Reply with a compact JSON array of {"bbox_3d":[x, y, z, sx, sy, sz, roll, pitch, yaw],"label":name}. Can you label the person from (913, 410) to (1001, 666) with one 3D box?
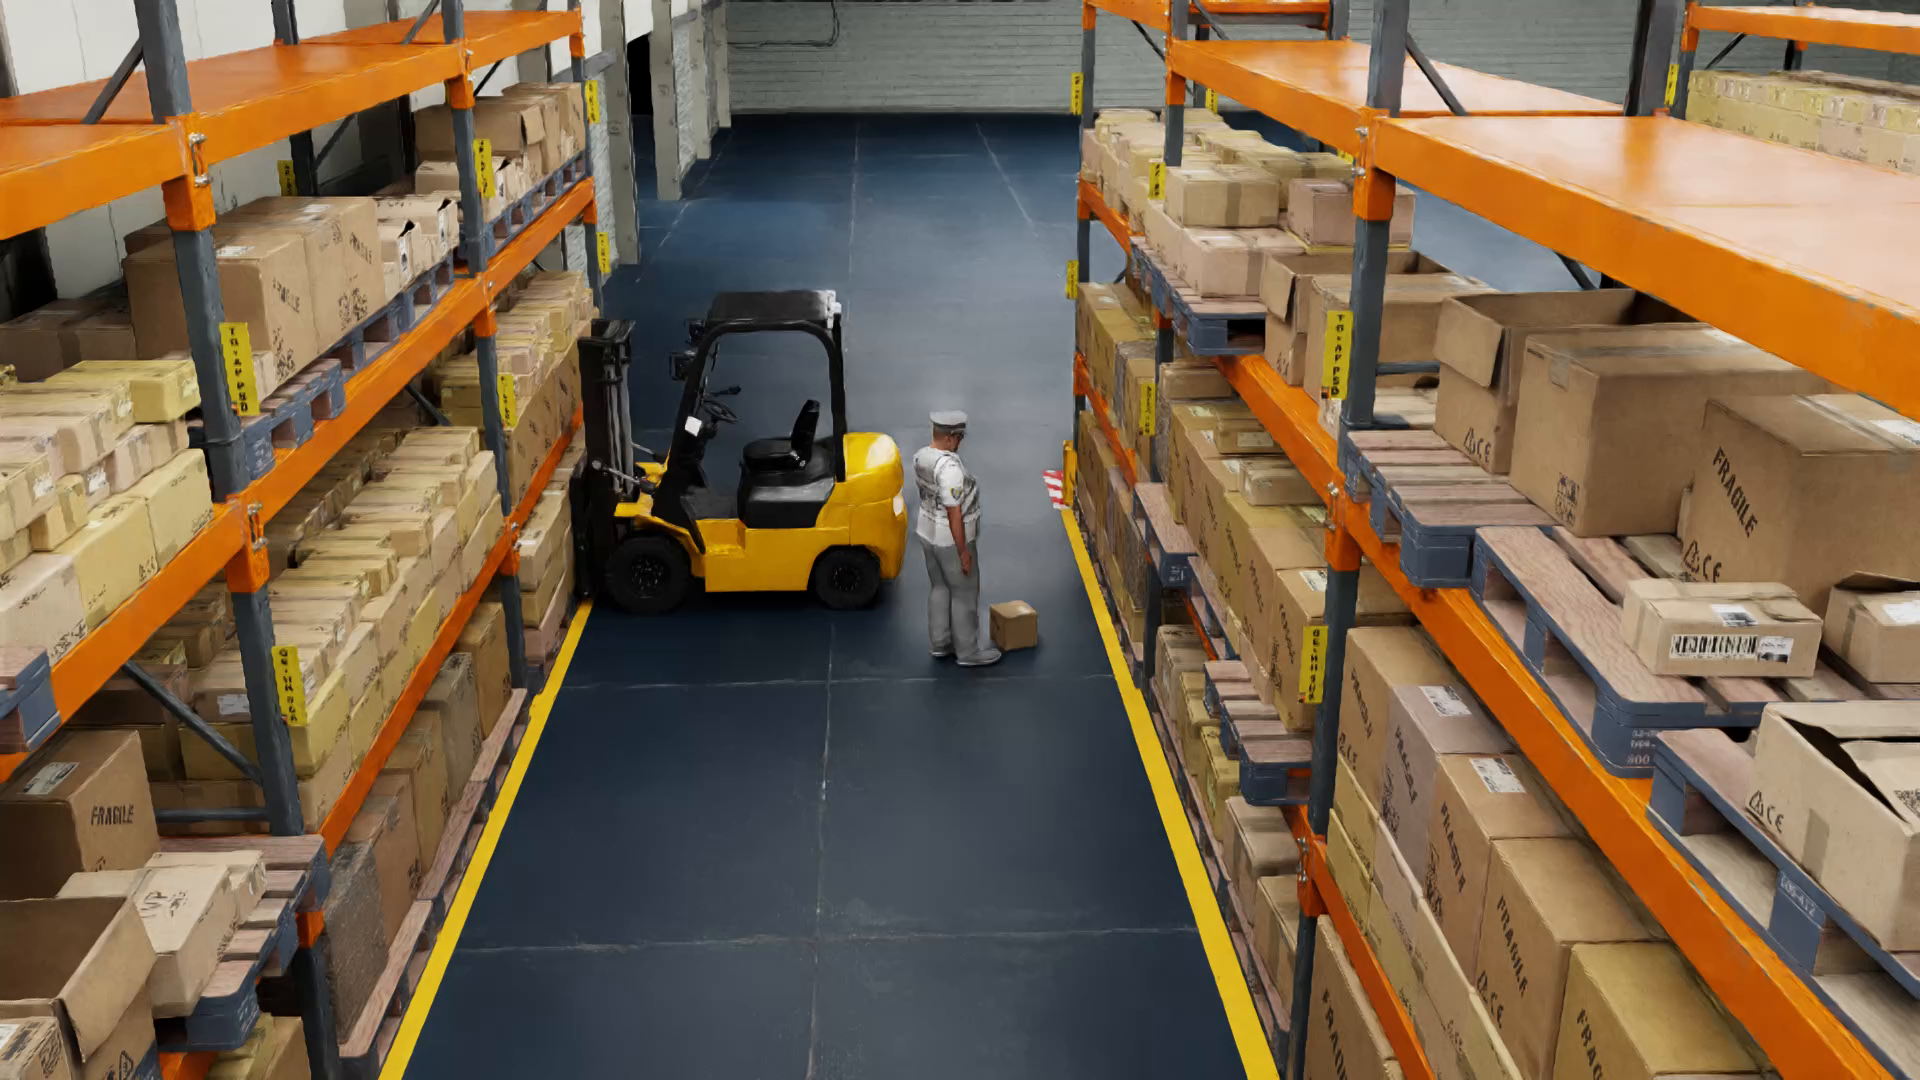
[{"bbox_3d":[-0.025,-0.021,11.076,0.501,1.747,0.569,-12,23,-29],"label":"person"}]
